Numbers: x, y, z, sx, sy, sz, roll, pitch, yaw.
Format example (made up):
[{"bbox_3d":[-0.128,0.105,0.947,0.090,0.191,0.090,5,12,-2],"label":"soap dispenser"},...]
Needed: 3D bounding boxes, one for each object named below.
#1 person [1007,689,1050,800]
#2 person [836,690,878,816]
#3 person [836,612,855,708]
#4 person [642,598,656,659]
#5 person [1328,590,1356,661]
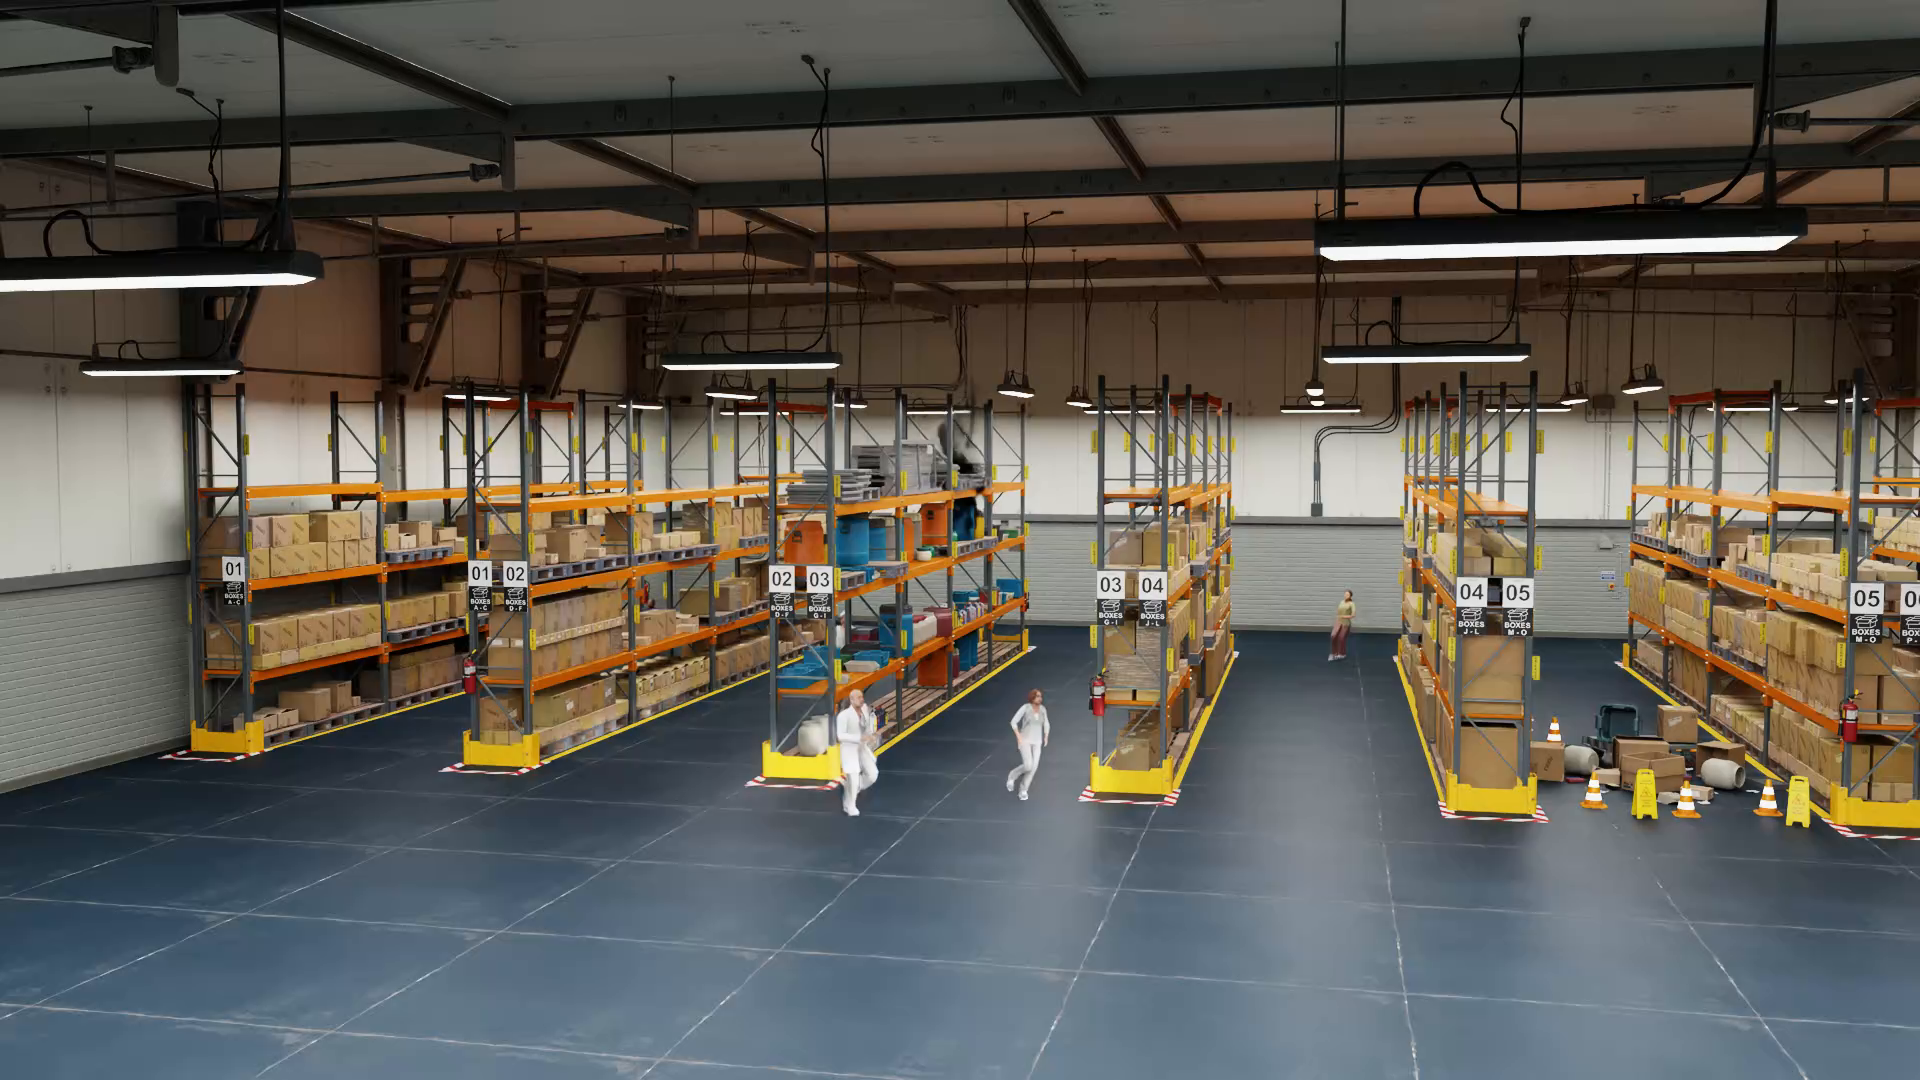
[{"bbox_3d":[1.007,2.884,23.630,0.573,1.548,0.522,-2,4,-27],"label":"person"},{"bbox_3d":[-1.357,2.857,22.308,0.724,1.728,0.761,3,4,43],"label":"person"},{"bbox_3d":[-2.207,2.270,32.010,0.655,1.793,0.985,0,3,9],"label":"person"},{"bbox_3d":[-6.724,2.129,36.262,0.575,1.550,0.938,1,3,14],"label":"person"},{"bbox_3d":[8.887,1.970,38.453,0.574,1.648,0.703,3,4,38],"label":"person"}]
